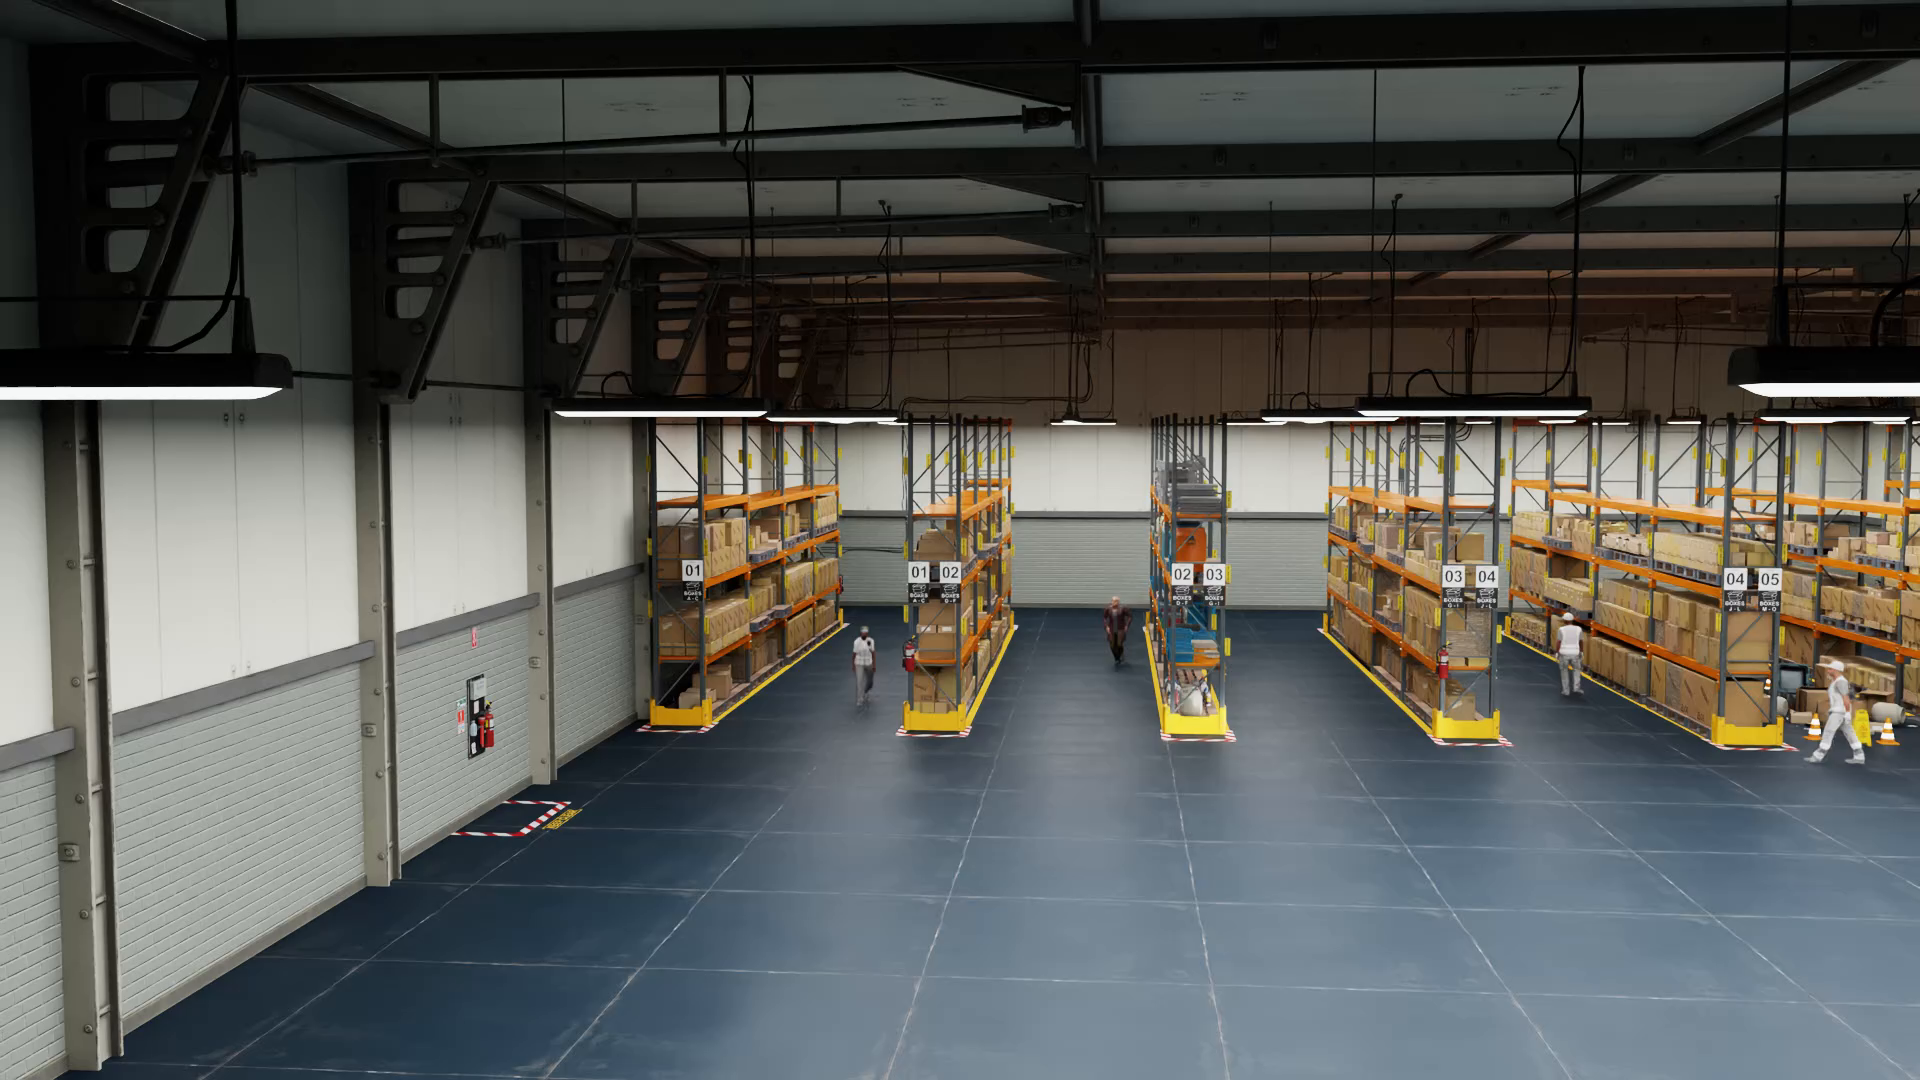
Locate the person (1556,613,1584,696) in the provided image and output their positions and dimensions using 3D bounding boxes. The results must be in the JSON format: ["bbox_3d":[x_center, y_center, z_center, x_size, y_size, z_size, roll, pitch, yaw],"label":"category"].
[{"bbox_3d":[13.041,2.446,35.570,0.583,1.784,0.553,0,4,4],"label":"person"}]

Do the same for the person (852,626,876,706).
[{"bbox_3d":[-1.996,2.579,34.502,0.479,1.632,0.928,-1,4,-10],"label":"person"}]

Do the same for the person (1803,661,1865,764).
[{"bbox_3d":[14.914,2.924,28.318,0.924,1.741,0.576,2,4,30],"label":"person"}]

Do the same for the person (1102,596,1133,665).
[{"bbox_3d":[3.802,2.187,40.150,0.752,1.689,0.644,1,4,15],"label":"person"}]
